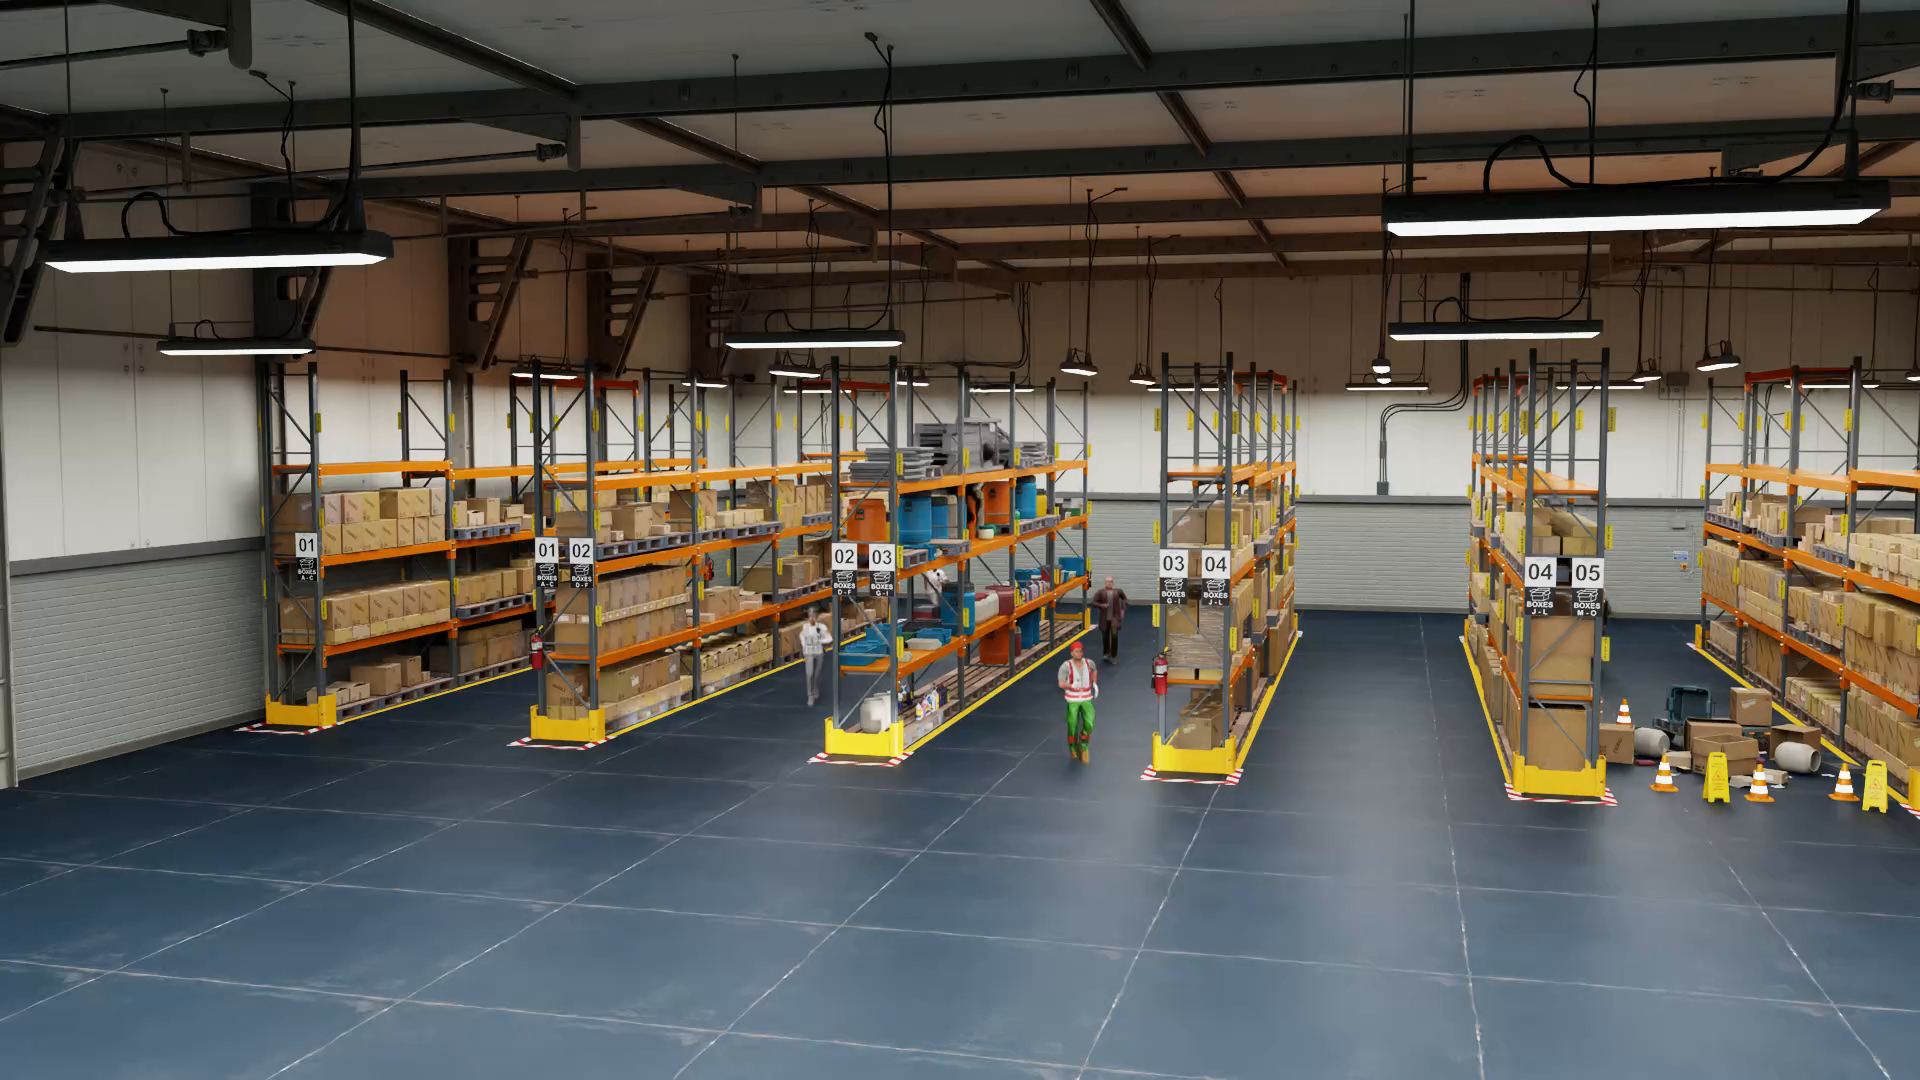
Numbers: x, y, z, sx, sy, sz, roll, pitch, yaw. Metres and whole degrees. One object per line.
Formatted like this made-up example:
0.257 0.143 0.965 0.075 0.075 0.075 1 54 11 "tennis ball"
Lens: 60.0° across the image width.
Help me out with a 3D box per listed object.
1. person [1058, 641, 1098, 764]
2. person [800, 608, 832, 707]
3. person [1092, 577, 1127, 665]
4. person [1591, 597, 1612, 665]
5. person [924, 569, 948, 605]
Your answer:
1.756 2.396 24.462 0.663 1.820 0.725 -1 4 -10 "person"
-2.577 2.070 29.678 0.592 1.730 0.827 0 4 0 "person"
3.105 1.685 34.623 0.708 1.856 0.840 0 4 7 "person"
12.925 1.780 33.834 0.644 1.731 0.738 1 4 9 "person"
-0.585 1.311 40.562 0.613 1.706 0.886 0 4 2 "person"
